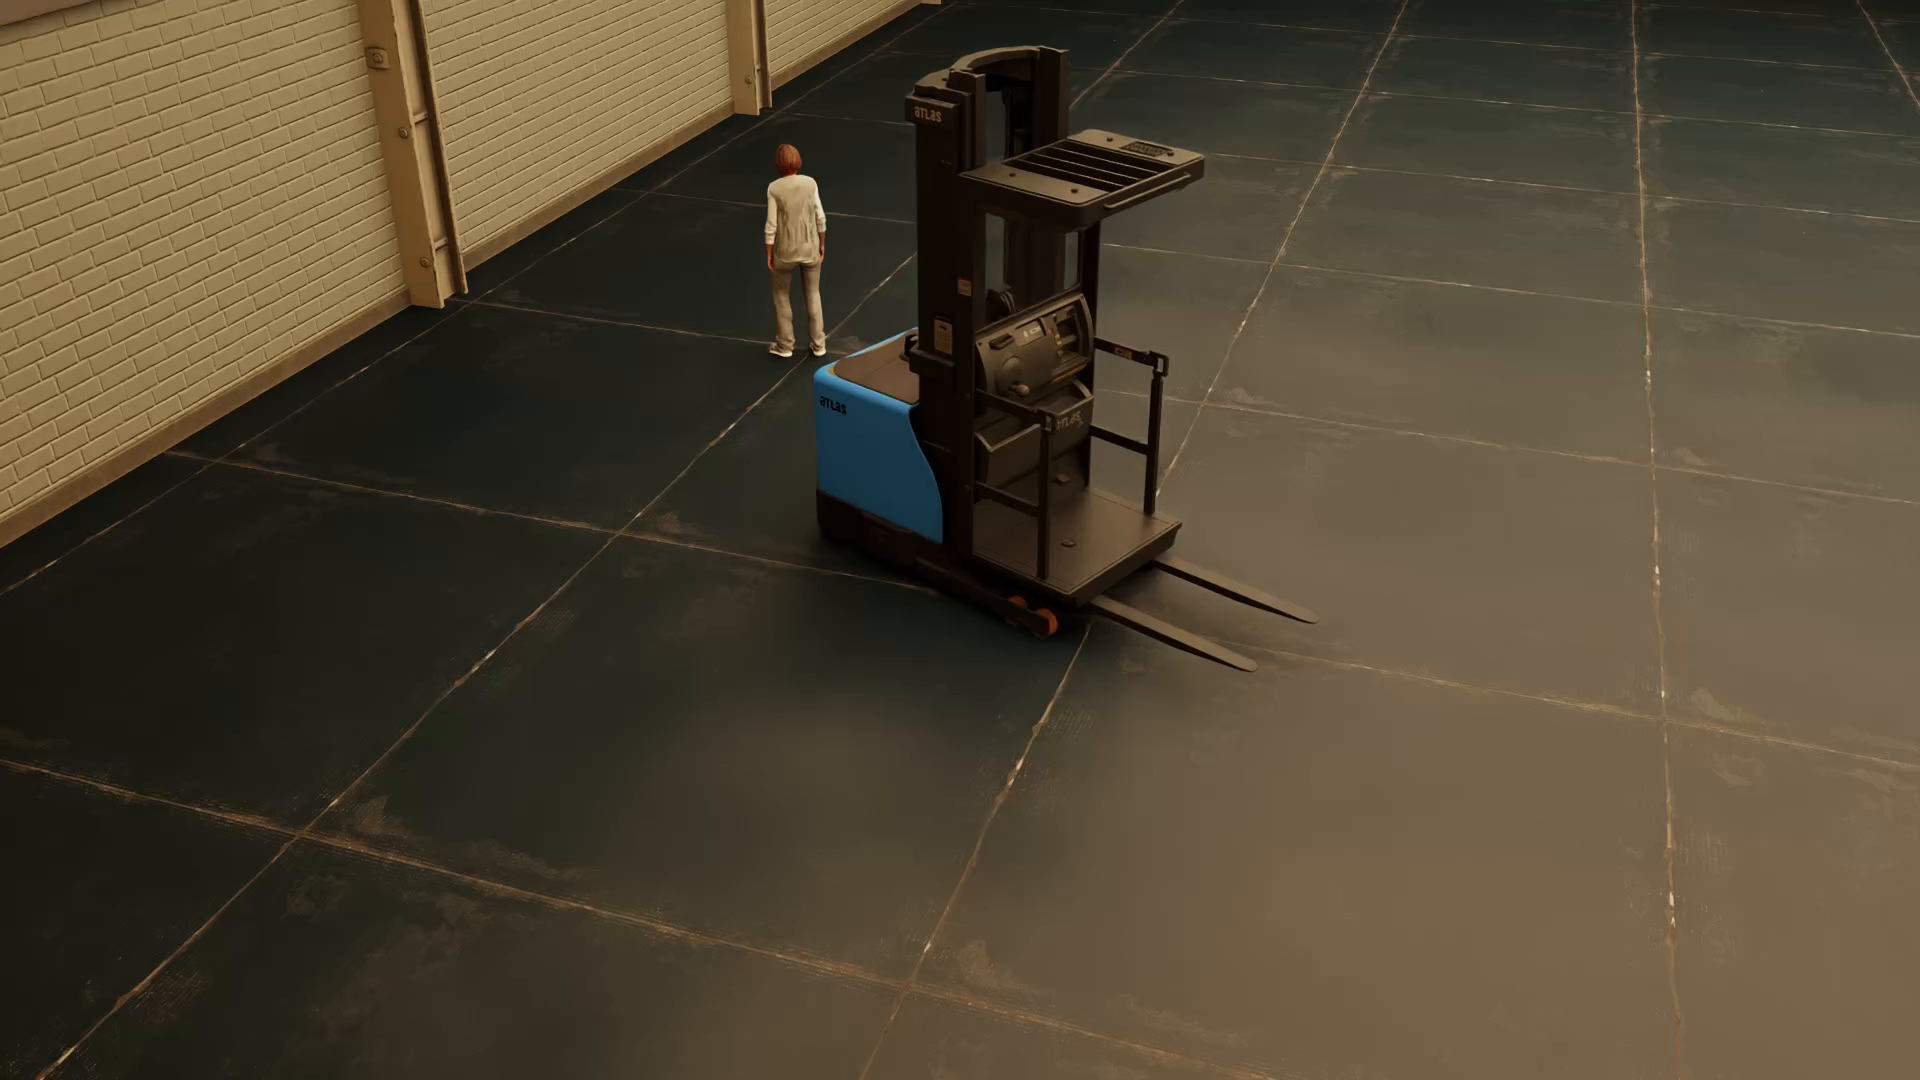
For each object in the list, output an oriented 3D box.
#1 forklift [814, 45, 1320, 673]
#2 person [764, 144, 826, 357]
[{"bbox_3d":[0.572,-1.026,8.935,3.031,2.935,1.130,23,37,35],"label":"forklift"},{"bbox_3d":[-1.211,-2.101,12.187,0.469,1.600,0.369,-11,32,-19],"label":"person"}]
